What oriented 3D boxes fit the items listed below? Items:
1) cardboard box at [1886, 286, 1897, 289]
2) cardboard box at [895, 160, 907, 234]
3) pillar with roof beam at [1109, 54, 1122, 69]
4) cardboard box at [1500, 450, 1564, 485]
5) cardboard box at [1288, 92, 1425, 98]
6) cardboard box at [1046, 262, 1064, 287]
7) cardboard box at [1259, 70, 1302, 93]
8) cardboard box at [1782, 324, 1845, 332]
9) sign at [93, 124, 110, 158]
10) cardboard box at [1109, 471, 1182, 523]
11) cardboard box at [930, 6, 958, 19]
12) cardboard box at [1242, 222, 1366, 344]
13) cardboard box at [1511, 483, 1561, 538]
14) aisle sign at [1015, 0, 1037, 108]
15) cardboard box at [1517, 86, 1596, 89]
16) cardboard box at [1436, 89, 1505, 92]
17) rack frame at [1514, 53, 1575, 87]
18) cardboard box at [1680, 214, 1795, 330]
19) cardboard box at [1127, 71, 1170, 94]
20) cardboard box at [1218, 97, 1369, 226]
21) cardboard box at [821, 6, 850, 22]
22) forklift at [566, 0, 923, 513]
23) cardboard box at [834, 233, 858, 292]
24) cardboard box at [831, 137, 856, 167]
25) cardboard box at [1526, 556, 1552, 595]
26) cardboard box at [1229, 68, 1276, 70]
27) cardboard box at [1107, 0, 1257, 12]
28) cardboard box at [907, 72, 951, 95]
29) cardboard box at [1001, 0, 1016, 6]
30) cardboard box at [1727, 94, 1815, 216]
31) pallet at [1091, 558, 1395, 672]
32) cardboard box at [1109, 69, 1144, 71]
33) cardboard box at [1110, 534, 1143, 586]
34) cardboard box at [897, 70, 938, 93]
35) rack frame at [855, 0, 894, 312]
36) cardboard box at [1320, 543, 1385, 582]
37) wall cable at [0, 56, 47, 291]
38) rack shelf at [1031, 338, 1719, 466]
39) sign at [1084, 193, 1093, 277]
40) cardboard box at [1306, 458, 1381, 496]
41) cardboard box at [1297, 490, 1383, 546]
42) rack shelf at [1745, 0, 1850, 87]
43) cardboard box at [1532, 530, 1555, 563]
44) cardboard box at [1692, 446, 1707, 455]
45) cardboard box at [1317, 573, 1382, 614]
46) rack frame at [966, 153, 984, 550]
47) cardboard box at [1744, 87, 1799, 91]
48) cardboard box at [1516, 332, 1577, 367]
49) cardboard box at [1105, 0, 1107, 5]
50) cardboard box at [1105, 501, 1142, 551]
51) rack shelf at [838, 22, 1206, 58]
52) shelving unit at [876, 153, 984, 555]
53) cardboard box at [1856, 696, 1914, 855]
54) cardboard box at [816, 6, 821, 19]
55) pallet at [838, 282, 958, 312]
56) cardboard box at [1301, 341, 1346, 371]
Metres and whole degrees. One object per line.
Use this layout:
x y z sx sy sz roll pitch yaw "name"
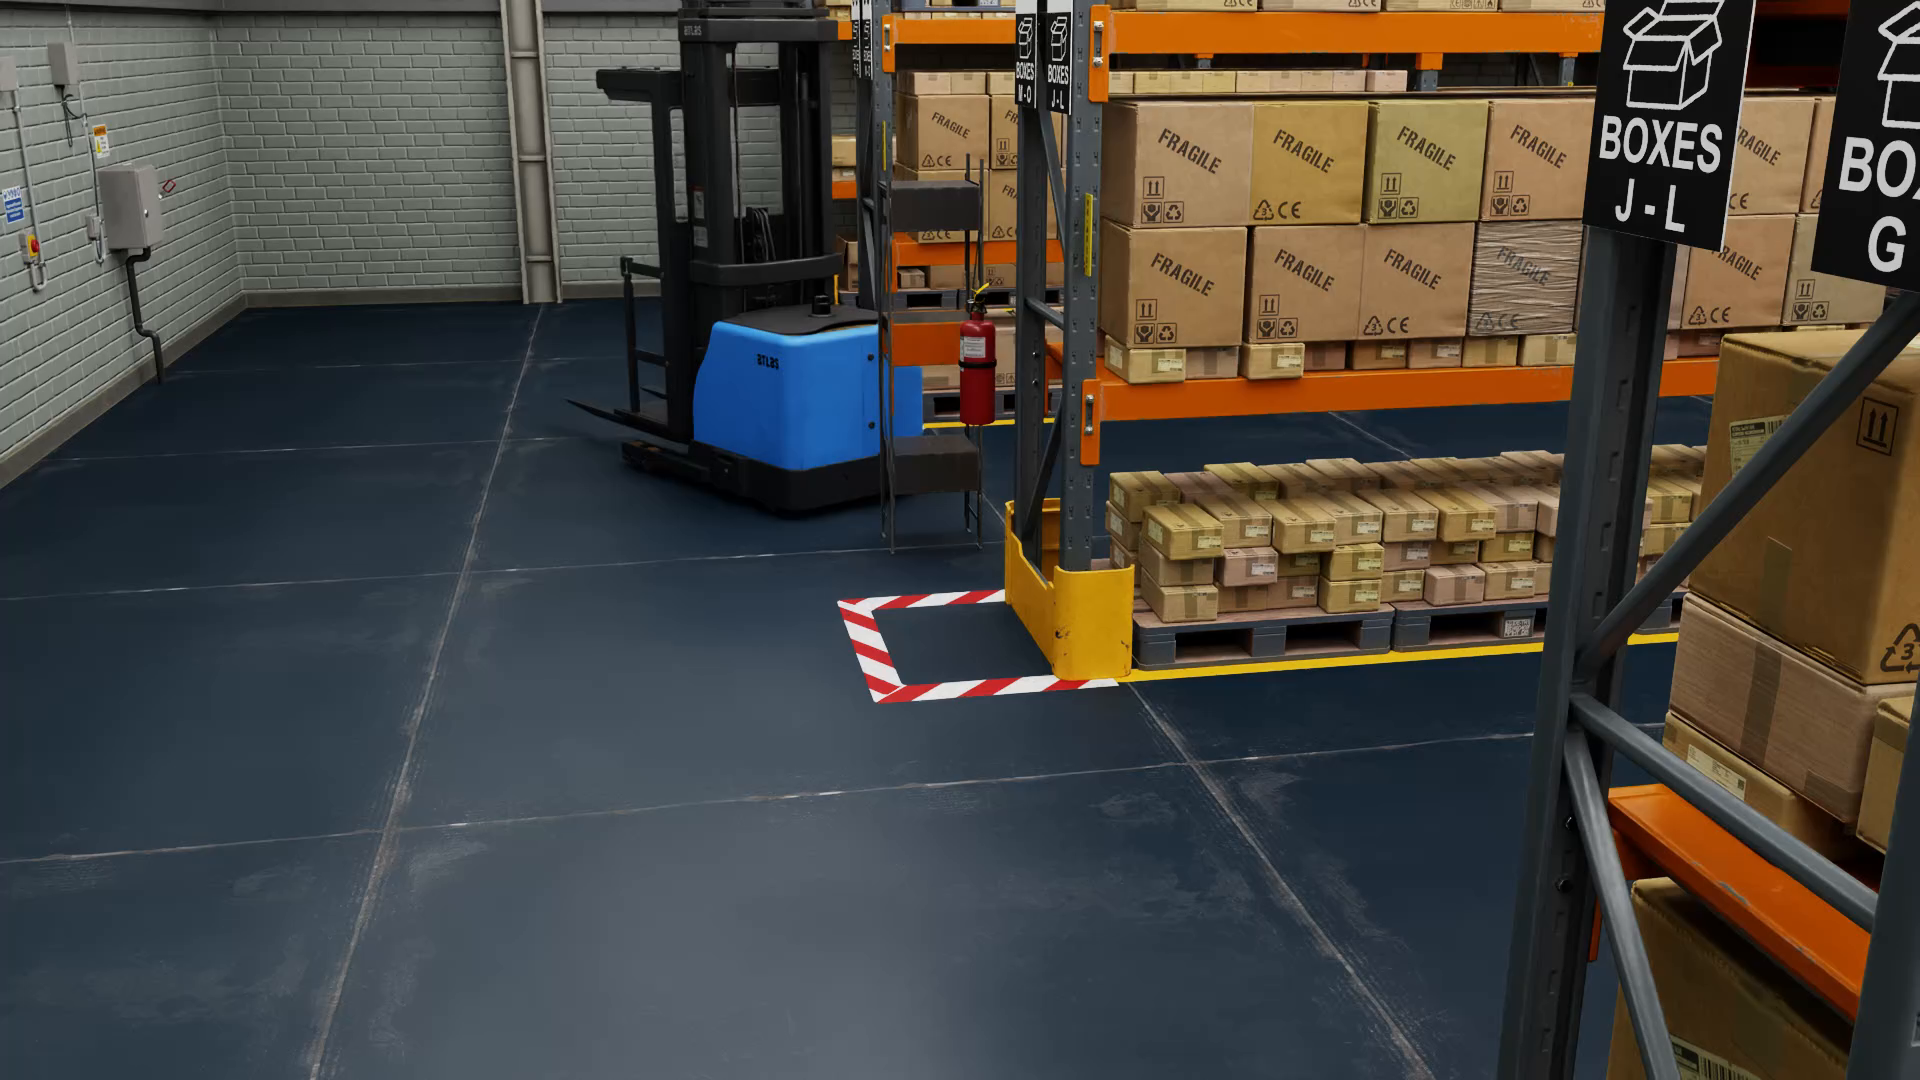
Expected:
4.698 -1.368 8.369 0.250 0.149 0.380 -4 17 -12 "cardboard box"
-0.197 -2.558 12.359 0.500 0.500 0.500 -3 17 -10 "cardboard box"
2.324 -5.908 13.220 0.400 9.000 9.100 -3 17 -10 "pillar with roof beam"
2.930 -0.333 8.413 0.250 0.149 0.380 -3 17 -9 "cardboard box"
1.827 -1.810 7.717 0.500 0.500 0.500 -2 17 -8 "cardboard box"
0.919 -2.944 17.330 0.500 0.500 0.700 -4 18 -13 "cardboard box"
2.294 -3.343 12.108 0.250 0.149 0.380 -3 17 -11 "cardboard box"
3.877 -0.959 7.752 0.250 0.149 0.380 -4 17 -12 "cardboard box"
-6.600 -3.067 12.781 0.001 0.242 0.339 -3 17 -10 "sign"
0.890 -0.210 8.014 0.250 0.149 0.380 -3 17 -10 "cardboard box"
-0.181 -5.134 16.238 0.250 0.149 0.380 -3 17 -11 "cardboard box"
1.432 -1.158 7.295 0.500 0.500 0.500 -3 17 -10 "cardboard box"
2.779 -0.142 7.791 0.250 0.149 0.380 -4 17 -12 "cardboard box"
0.290 -2.310 7.297 0.004 0.787 0.394 -3 17 -10 "aisle sign"
4.706 -3.306 13.093 0.500 0.500 0.500 -3 17 -9 "cardboard box"
3.794 -3.097 12.412 0.500 0.500 0.500 -3 17 -10 "cardboard box"
6.289 -4.283 18.147 0.127 3.000 1.000 -3 17 -10 "rack frame"
3.414 -1.261 7.632 0.500 0.500 0.500 -4 17 -12 "cardboard box"
1.312 -3.257 11.828 0.250 0.149 0.380 -4 17 -12 "cardboard box"
1.404 -1.632 7.135 0.500 0.500 0.500 -3 17 -9 "cardboard box"
-1.208 -5.102 16.132 0.250 0.149 0.380 -3 17 -9 "cardboard box"
-1.557 -1.923 10.582 1.130 2.935 3.031 -14 22 -39 "forklift"
-0.947 -2.851 17.023 0.637 0.503 0.797 -4 18 -13 "cardboard box"
-1.069 -3.855 16.504 0.500 0.250 0.500 -3 17 -10 "cardboard box"
2.740 0.127 7.930 0.250 0.149 0.380 -3 17 -9 "cardboard box"
2.201 -3.481 12.558 0.250 0.149 0.380 -3 17 -11 "cardboard box"
0.907 -2.299 6.834 0.500 0.250 0.500 -3 17 -8 "cardboard box"
-0.219 -3.182 11.586 0.250 0.149 0.380 -3 17 -9 "cardboard box"
0.426 -5.382 16.366 0.500 0.250 0.500 -4 17 -11 "cardboard box"
3.429 -1.741 7.493 0.500 0.500 0.500 -4 17 -12 "cardboard box"
1.297 0.308 7.948 1.213 0.211 1.003 -3 17 -10 "pallet"
1.198 -3.416 12.347 0.250 0.149 0.380 -3 17 -9 "cardboard box"
0.895 0.087 8.059 0.250 0.149 0.380 -3 17 -10 "cardboard box"
-0.306 -3.320 12.035 0.250 0.149 0.380 -3 17 -10 "cardboard box"
-0.620 -2.407 12.038 0.127 3.000 1.000 -3 17 -10 "rack frame"
1.757 0.058 7.647 0.250 0.149 0.380 -3 17 -9 "cardboard box"
-6.152 -2.586 10.840 0.123 1.953 0.585 -3 17 -10 "wall cable"
2.382 -0.753 7.879 4.000 0.370 1.077 -3 17 -10 "rack shelf"
0.521 -1.243 6.774 0.005 0.325 0.100 -3 17 -10 "sign"
1.897 -0.286 8.260 0.250 0.149 0.380 -3 17 -8 "cardboard box"
1.744 -0.104 7.667 0.250 0.149 0.380 -4 18 -13 "cardboard box"
3.224 -0.751 2.765 4.000 0.370 1.077 -3 17 -10 "rack shelf"
2.795 -0.026 7.920 0.250 0.149 0.380 -4 18 -13 "cardboard box"
3.968 -0.371 8.538 0.250 0.149 0.380 -3 17 -8 "cardboard box"
1.749 0.203 7.681 0.250 0.149 0.380 -3 17 -10 "cardboard box"
0.077 -1.008 9.018 0.015 2.100 0.400 -3 17 -10 "rack frame"
6.274 -3.243 12.887 0.500 0.500 0.500 -3 17 -9 "cardboard box"
2.588 -0.897 7.550 0.250 0.149 0.380 -3 17 -9 "cardboard box"
0.815 -2.449 7.323 0.500 0.250 0.500 -4 17 -12 "cardboard box"
0.882 -0.077 8.087 0.250 0.149 0.380 -4 17 -12 "cardboard box"
0.398 -5.039 16.724 4.000 0.370 1.077 -3 17 -10 "rack shelf"
-0.163 -0.995 8.974 0.503 2.100 0.431 -3 17 -10 "shelving unit"
1.782 0.431 2.549 0.500 0.250 0.500 -4 17 -12 "cardboard box"
-1.295 -5.236 16.568 0.250 0.149 0.380 -3 17 -9 "cardboard box"
-0.708 -2.553 17.265 1.213 0.211 1.003 -3 17 -10 "pallet"
1.543 -0.868 7.458 0.250 0.149 0.380 -2 17 -8 "cardboard box"
